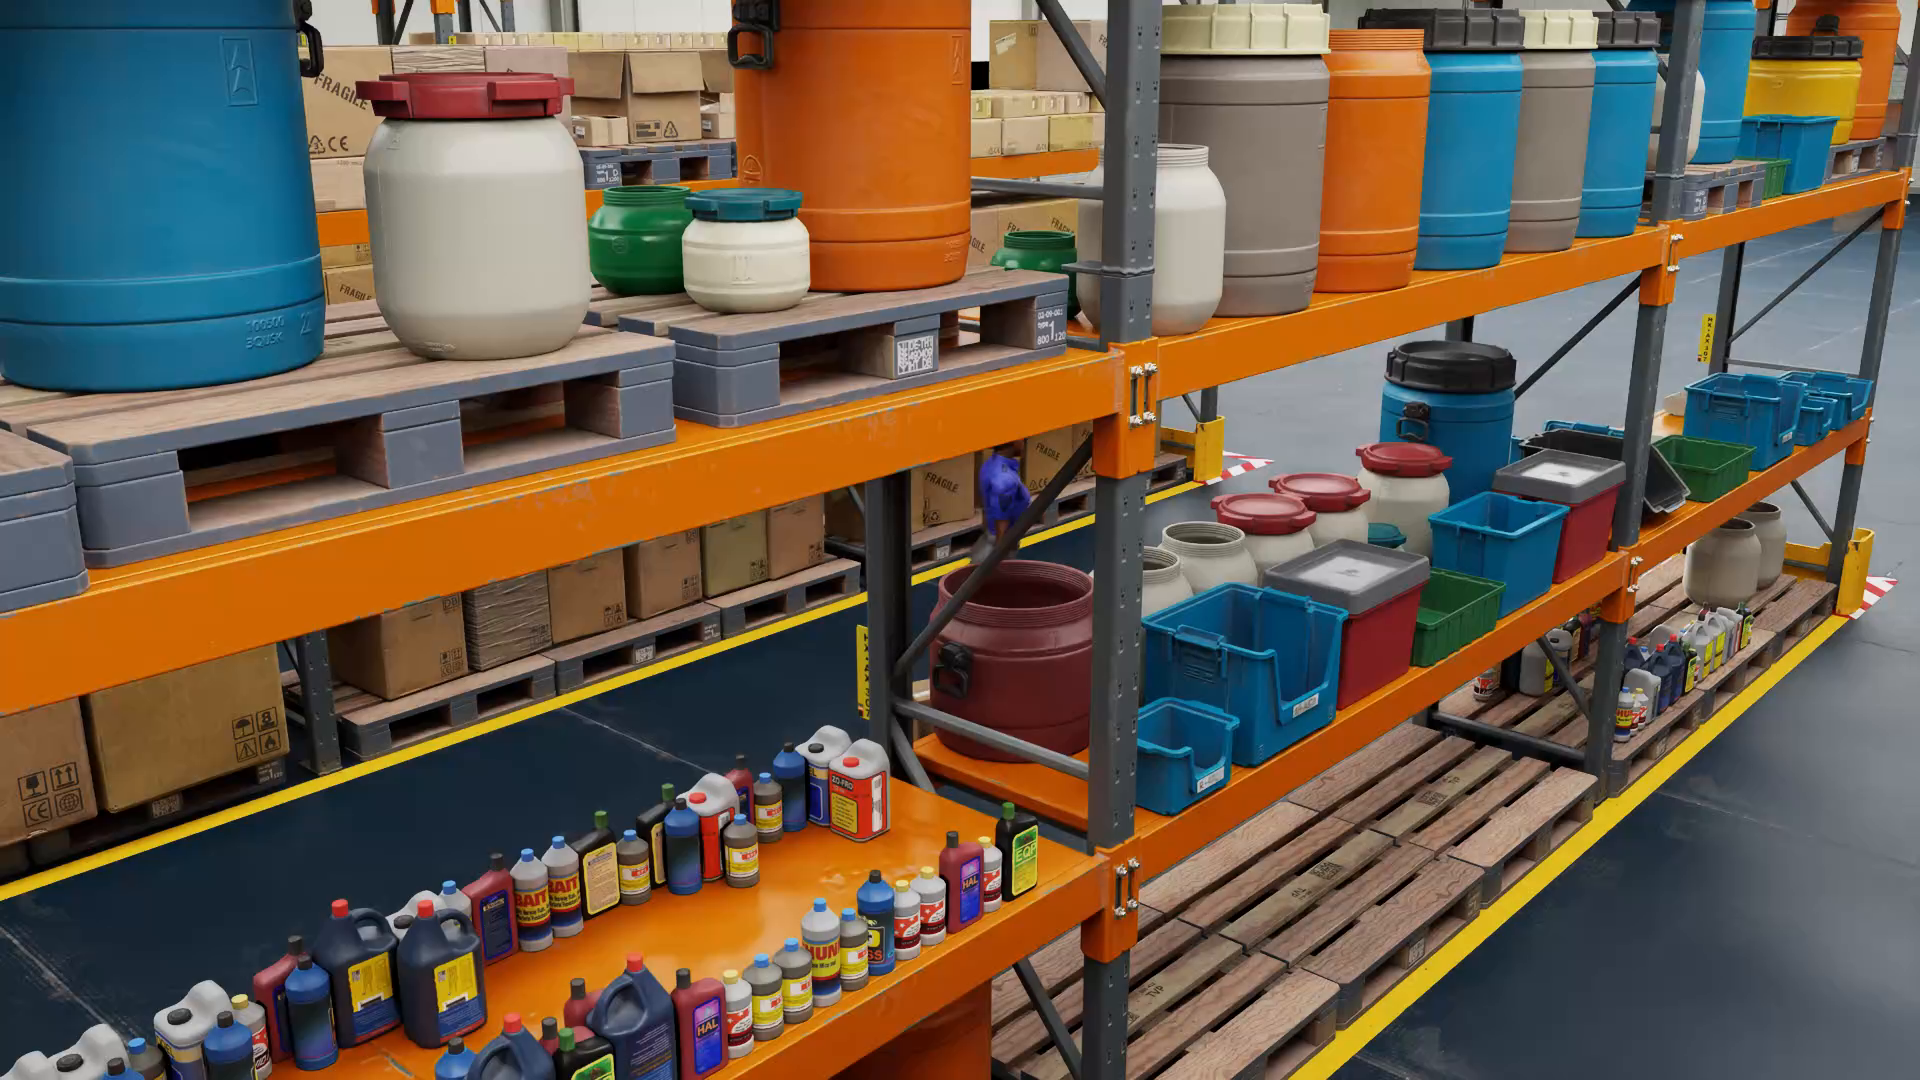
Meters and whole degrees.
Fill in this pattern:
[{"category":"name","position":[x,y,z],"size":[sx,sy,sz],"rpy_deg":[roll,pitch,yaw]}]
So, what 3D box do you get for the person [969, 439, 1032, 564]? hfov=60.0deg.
[{"category":"person","position":[0.214,0.132,9.098],"size":[0.533,1.657,0.495],"rpy_deg":[-1,17,-3]}]
